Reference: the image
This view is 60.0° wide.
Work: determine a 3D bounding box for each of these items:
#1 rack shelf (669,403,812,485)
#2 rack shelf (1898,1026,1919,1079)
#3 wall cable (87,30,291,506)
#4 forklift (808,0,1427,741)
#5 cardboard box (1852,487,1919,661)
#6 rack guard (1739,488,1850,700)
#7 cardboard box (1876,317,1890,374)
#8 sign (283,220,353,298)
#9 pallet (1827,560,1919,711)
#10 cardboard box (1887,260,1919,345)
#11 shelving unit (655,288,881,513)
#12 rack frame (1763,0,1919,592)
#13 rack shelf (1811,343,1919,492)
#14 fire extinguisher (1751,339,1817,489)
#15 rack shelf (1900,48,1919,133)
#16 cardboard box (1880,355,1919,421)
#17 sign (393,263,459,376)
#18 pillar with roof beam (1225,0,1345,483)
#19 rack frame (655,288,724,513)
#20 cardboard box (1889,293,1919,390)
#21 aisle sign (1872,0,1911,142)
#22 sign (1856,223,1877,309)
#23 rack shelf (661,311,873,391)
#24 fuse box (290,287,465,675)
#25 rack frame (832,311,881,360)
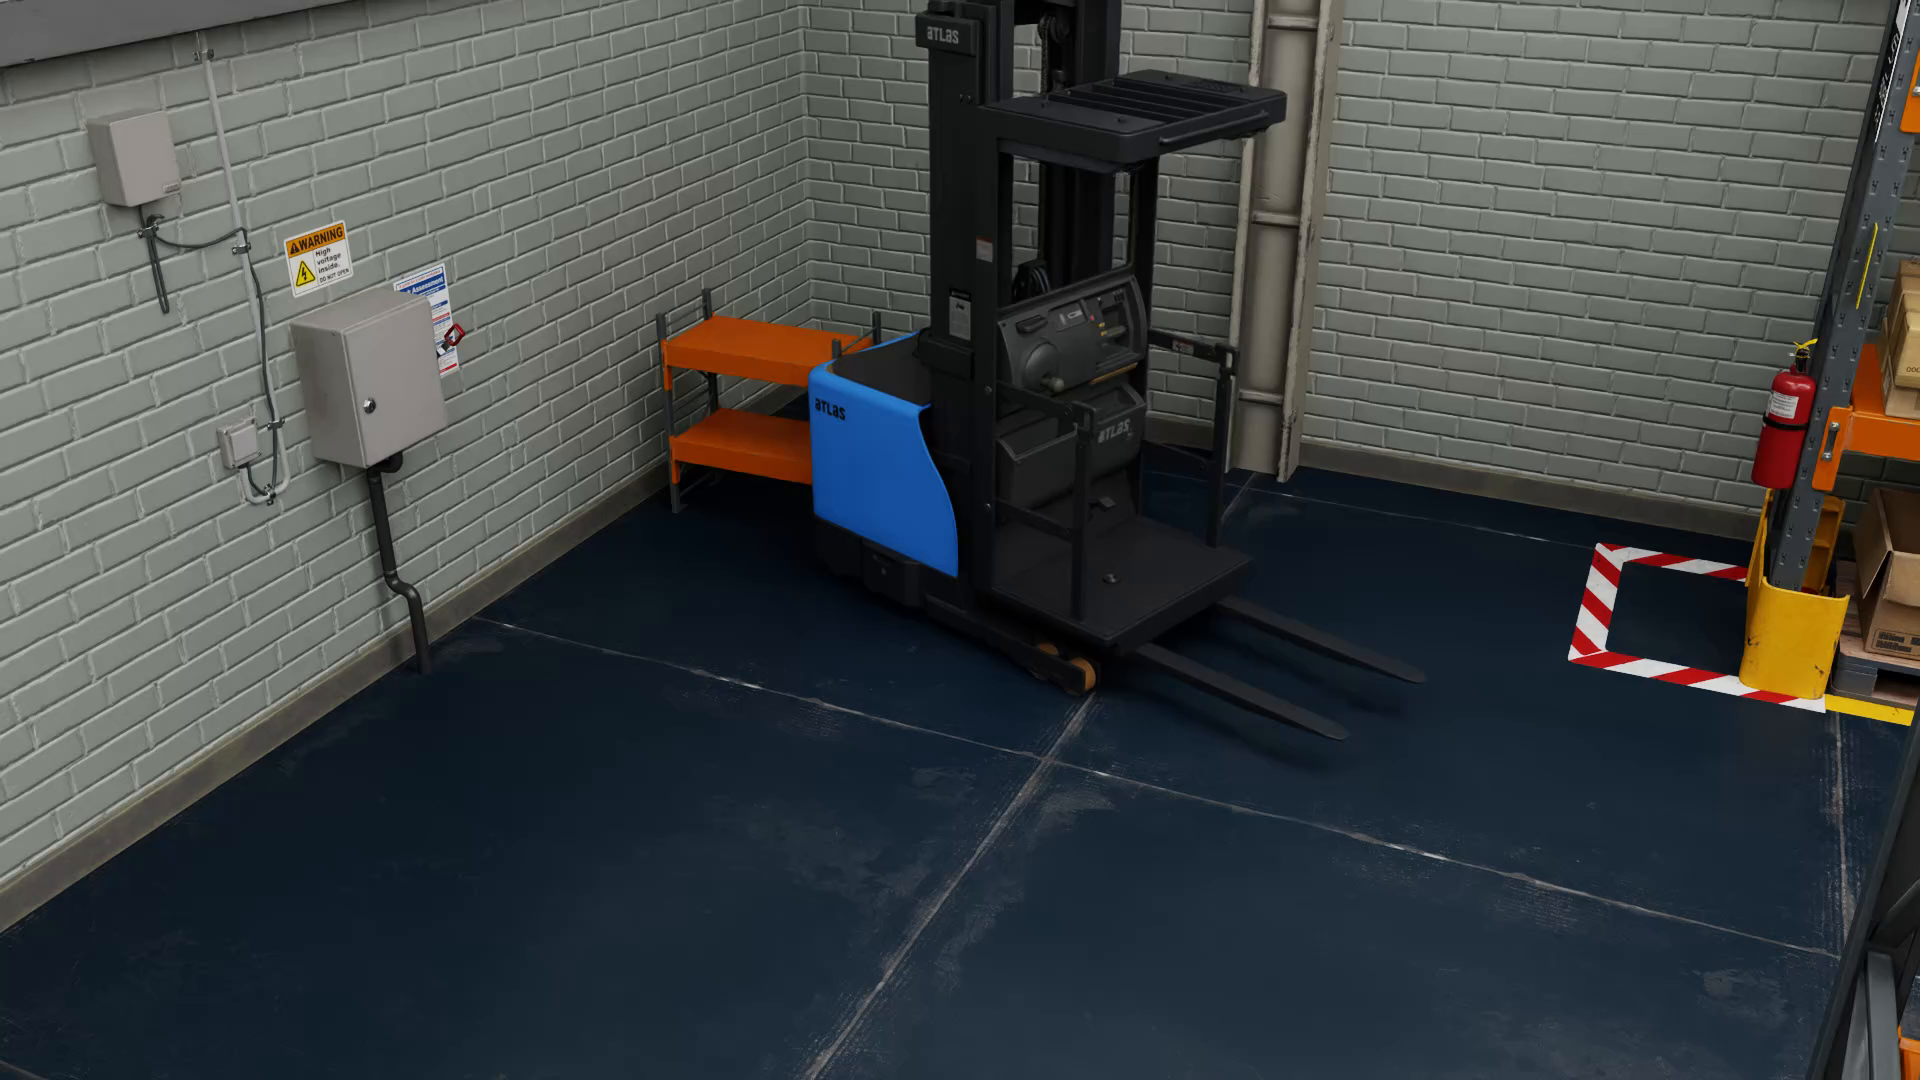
[{"bbox_3d":[-0.989,-0.446,8.935,1.000,0.278,0.538,11,28,21],"label":"rack shelf"},{"bbox_3d":[3.577,1.773,2.568,4.000,0.370,1.077,11,28,22],"label":"rack shelf"},{"bbox_3d":[-2.810,-0.965,6.165,0.122,1.984,0.588,11,28,22],"label":"wall cable"},{"bbox_3d":[0.661,-0.886,7.231,3.031,2.935,1.130,23,34,38],"label":"forklift"},{"bbox_3d":[4.325,0.169,7.361,0.637,0.503,0.797,10,28,20],"label":"cardboard box"},{"bbox_3d":[3.876,0.223,7.731,0.348,0.500,1.175,11,28,22],"label":"rack guard"},{"bbox_3d":[4.220,-0.847,7.359,0.250,0.149,0.380,11,28,21],"label":"cardboard box"},{"bbox_3d":[-2.596,-1.141,6.737,0.001,0.242,0.339,11,28,22],"label":"sign"},{"bbox_3d":[4.602,0.498,7.499,1.213,0.211,1.003,11,28,22],"label":"pallet"},{"bbox_3d":[4.336,-1.001,7.220,0.500,0.250,0.500,12,29,23],"label":"cardboard box"},{"bbox_3d":[-0.989,-0.665,8.827,1.048,1.125,0.538,11,28,21],"label":"shelving unit"},{"bbox_3d":[3.807,-0.912,7.207,0.127,3.000,1.000,11,28,22],"label":"rack frame"},{"bbox_3d":[5.628,-0.224,6.623,4.000,0.370,1.077,11,28,22],"label":"rack shelf"},{"bbox_3d":[3.482,-0.551,6.984,0.183,0.674,0.296,11,28,22],"label":"fire extinguisher"},{"bbox_3d":[5.628,-1.570,5.961,4.000,0.370,1.077,11,28,22],"label":"rack shelf"},{"bbox_3d":[3.993,-0.629,6.916,0.250,0.149,0.380,11,28,21],"label":"cardboard box"},{"bbox_3d":[-2.368,-0.949,7.389,0.001,0.494,0.329,11,28,22],"label":"sign"},{"bbox_3d":[-0.056,-2.728,4.103,0.400,9.000,9.100,11,28,22],"label":"pillar with roof beam"},{"bbox_3d":[-1.456,-0.753,9.007,0.032,1.125,0.500,11,28,21],"label":"rack frame"},{"bbox_3d":[4.109,-0.787,6.786,0.500,0.250,0.500,12,28,22],"label":"cardboard box"},{"bbox_3d":[3.624,-1.973,6.418,0.004,0.787,0.394,11,28,22],"label":"aisle sign"},{"bbox_3d":[3.583,-1.082,6.572,0.005,0.325,0.100,11,28,22],"label":"sign"},{"bbox_3d":[-0.989,-0.928,8.698,1.000,0.278,0.538,11,28,21],"label":"rack shelf"},{"bbox_3d":[-2.384,-0.177,7.173,0.414,1.711,0.539,11,28,22],"label":"fuse box"},{"bbox_3d":[-0.522,-0.576,8.647,0.032,1.125,0.500,11,28,21],"label":"rack frame"}]
